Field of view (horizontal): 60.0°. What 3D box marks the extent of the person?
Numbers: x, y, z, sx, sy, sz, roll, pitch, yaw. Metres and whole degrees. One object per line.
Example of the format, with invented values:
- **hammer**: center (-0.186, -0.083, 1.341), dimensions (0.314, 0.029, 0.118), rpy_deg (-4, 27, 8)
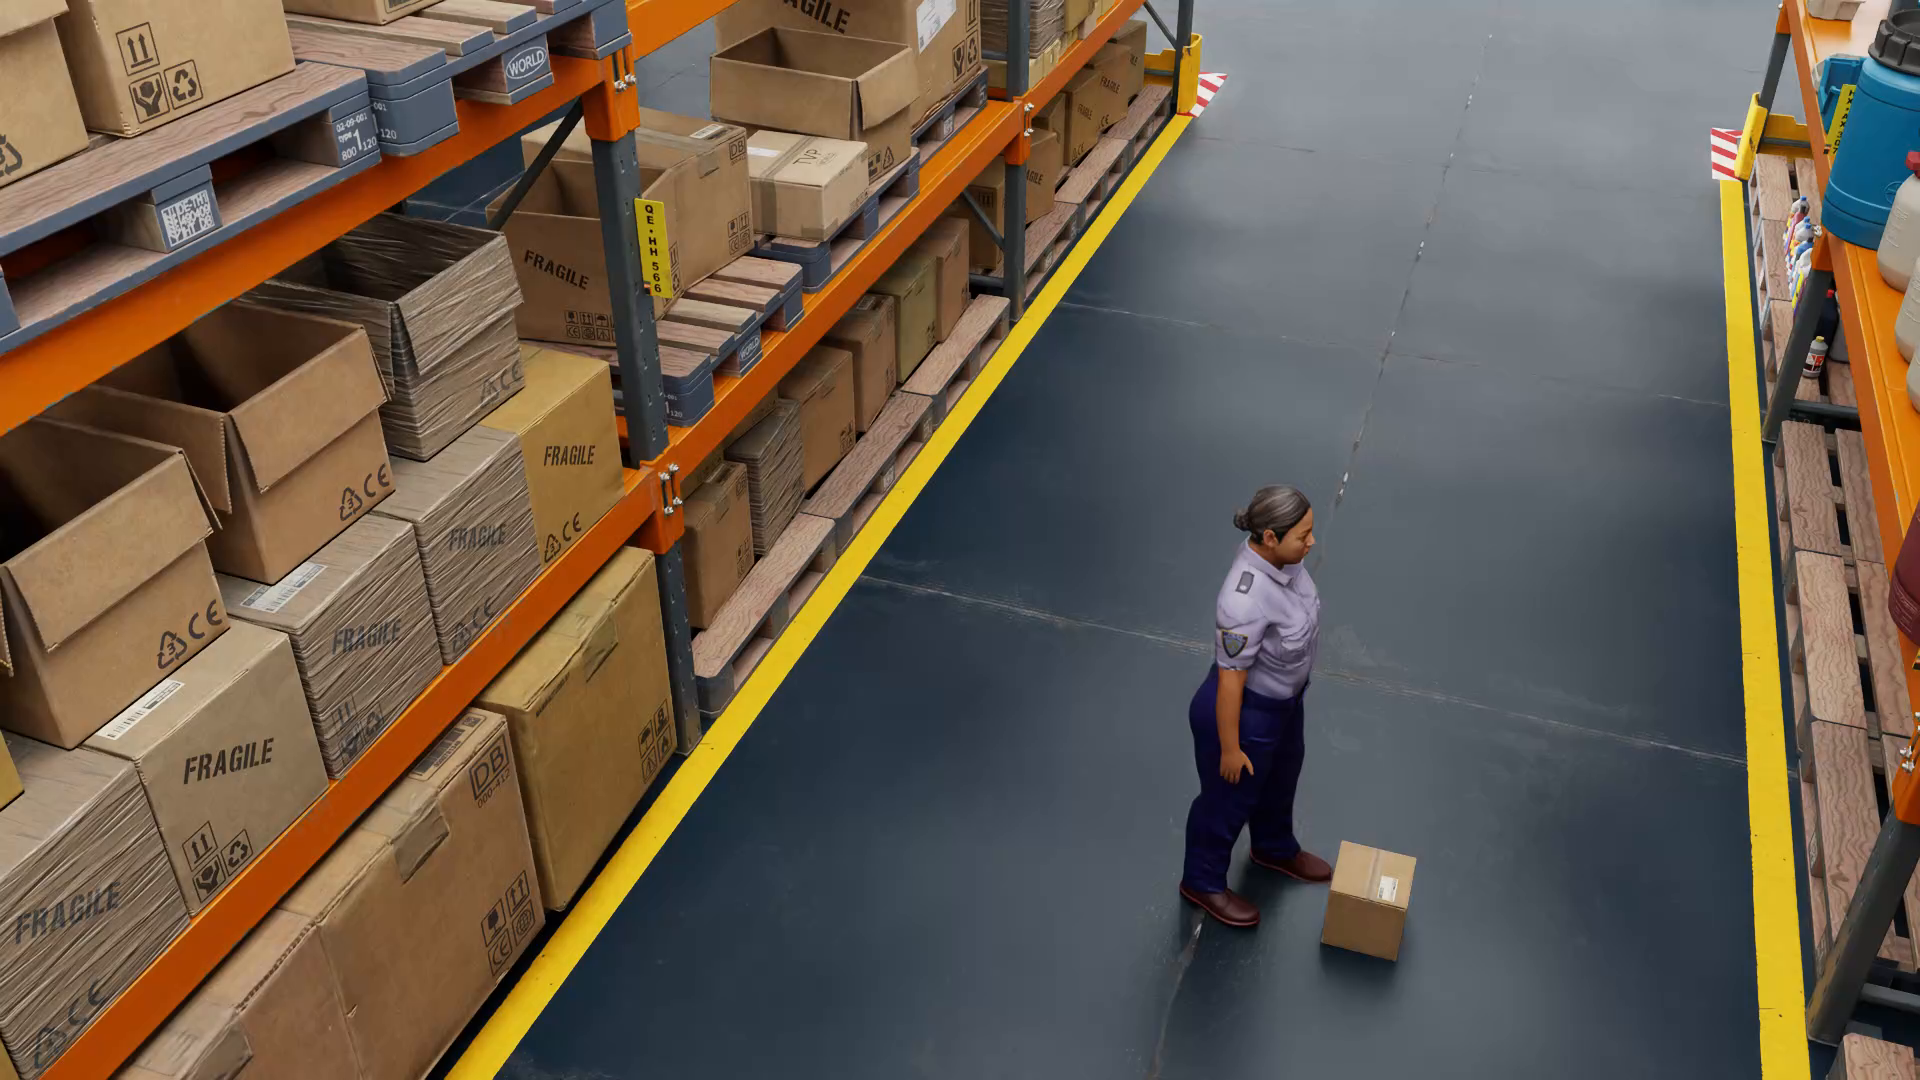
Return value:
- **person**: center (1.000, 0.553, 5.314), dimensions (0.487, 1.667, 0.544), rpy_deg (14, 36, 20)
